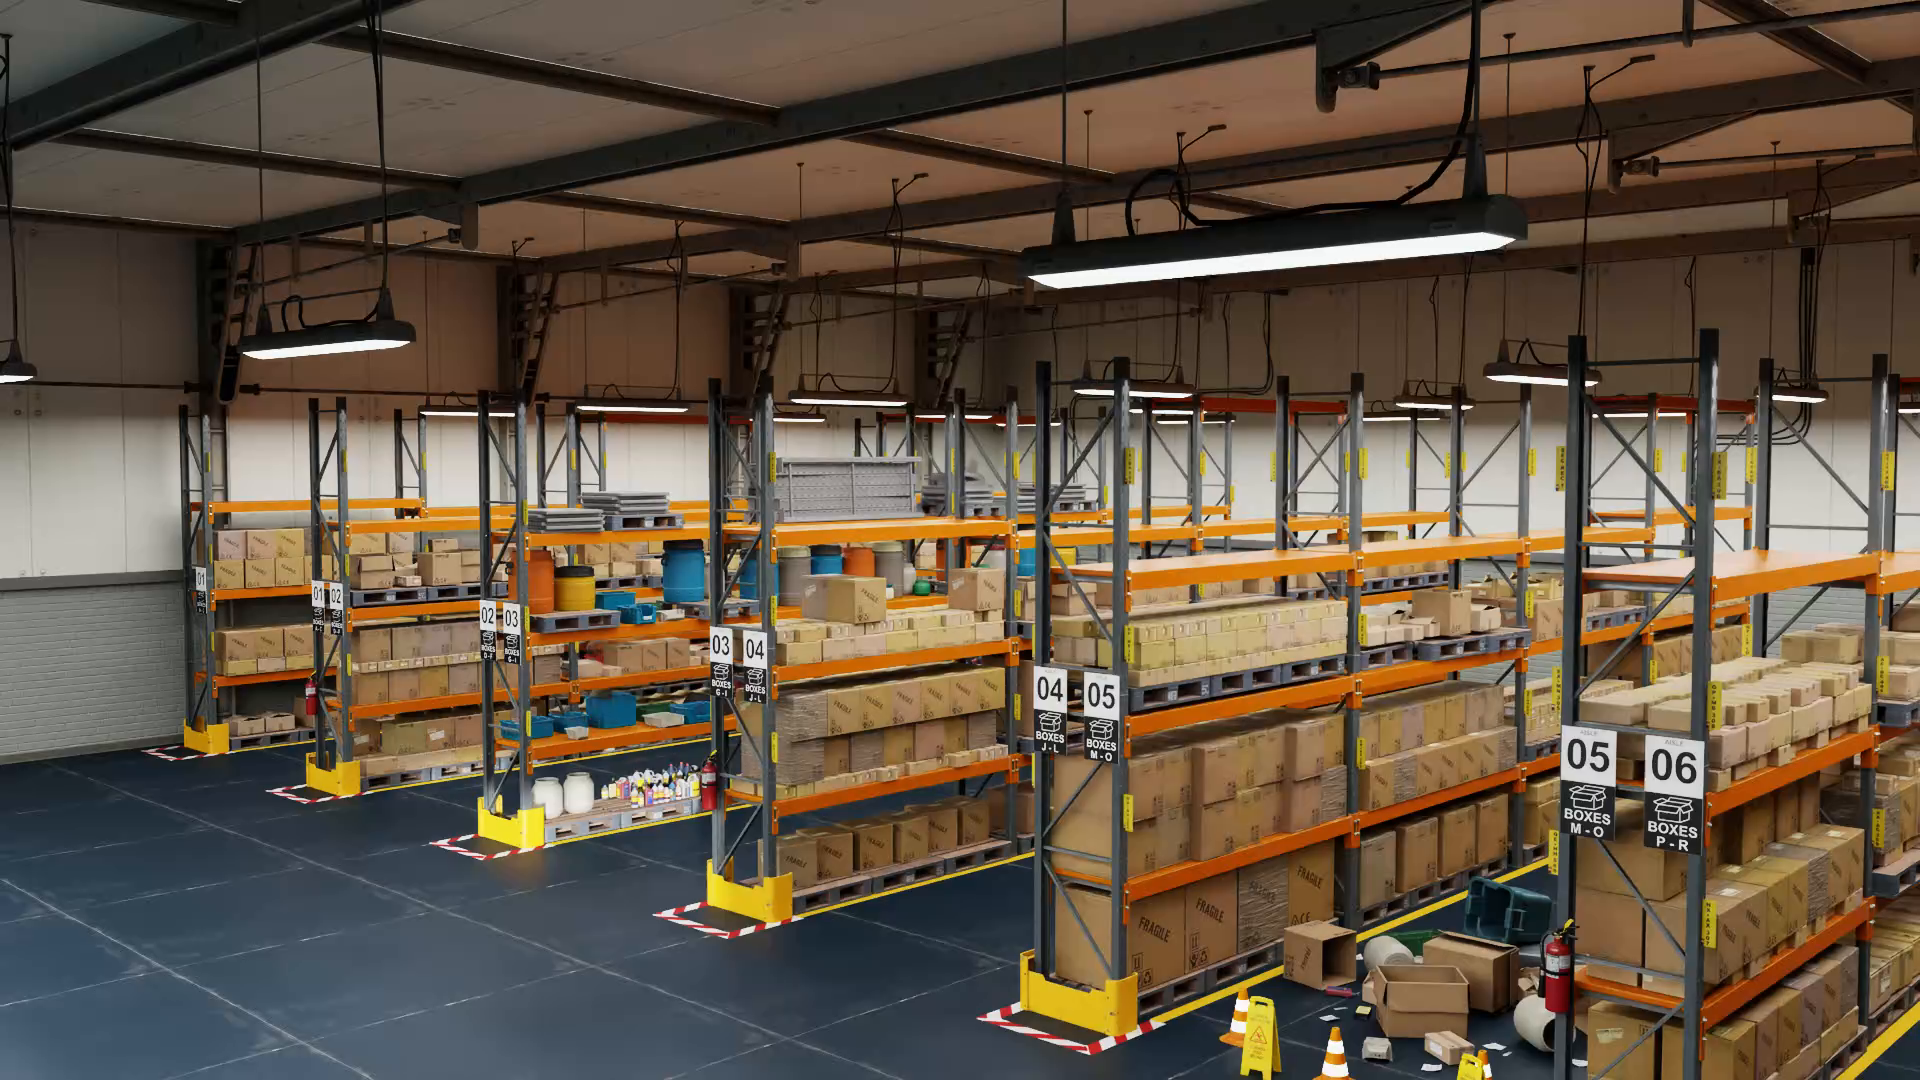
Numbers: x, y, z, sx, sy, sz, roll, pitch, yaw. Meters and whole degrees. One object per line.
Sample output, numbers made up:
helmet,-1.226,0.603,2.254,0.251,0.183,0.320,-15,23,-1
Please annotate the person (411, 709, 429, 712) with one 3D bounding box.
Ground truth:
person,-9.098,2.833,27.984,0.701,1.716,0.587,2,4,34

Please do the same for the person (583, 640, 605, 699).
person,-6.681,2.703,30.627,0.648,1.729,0.922,2,4,34
